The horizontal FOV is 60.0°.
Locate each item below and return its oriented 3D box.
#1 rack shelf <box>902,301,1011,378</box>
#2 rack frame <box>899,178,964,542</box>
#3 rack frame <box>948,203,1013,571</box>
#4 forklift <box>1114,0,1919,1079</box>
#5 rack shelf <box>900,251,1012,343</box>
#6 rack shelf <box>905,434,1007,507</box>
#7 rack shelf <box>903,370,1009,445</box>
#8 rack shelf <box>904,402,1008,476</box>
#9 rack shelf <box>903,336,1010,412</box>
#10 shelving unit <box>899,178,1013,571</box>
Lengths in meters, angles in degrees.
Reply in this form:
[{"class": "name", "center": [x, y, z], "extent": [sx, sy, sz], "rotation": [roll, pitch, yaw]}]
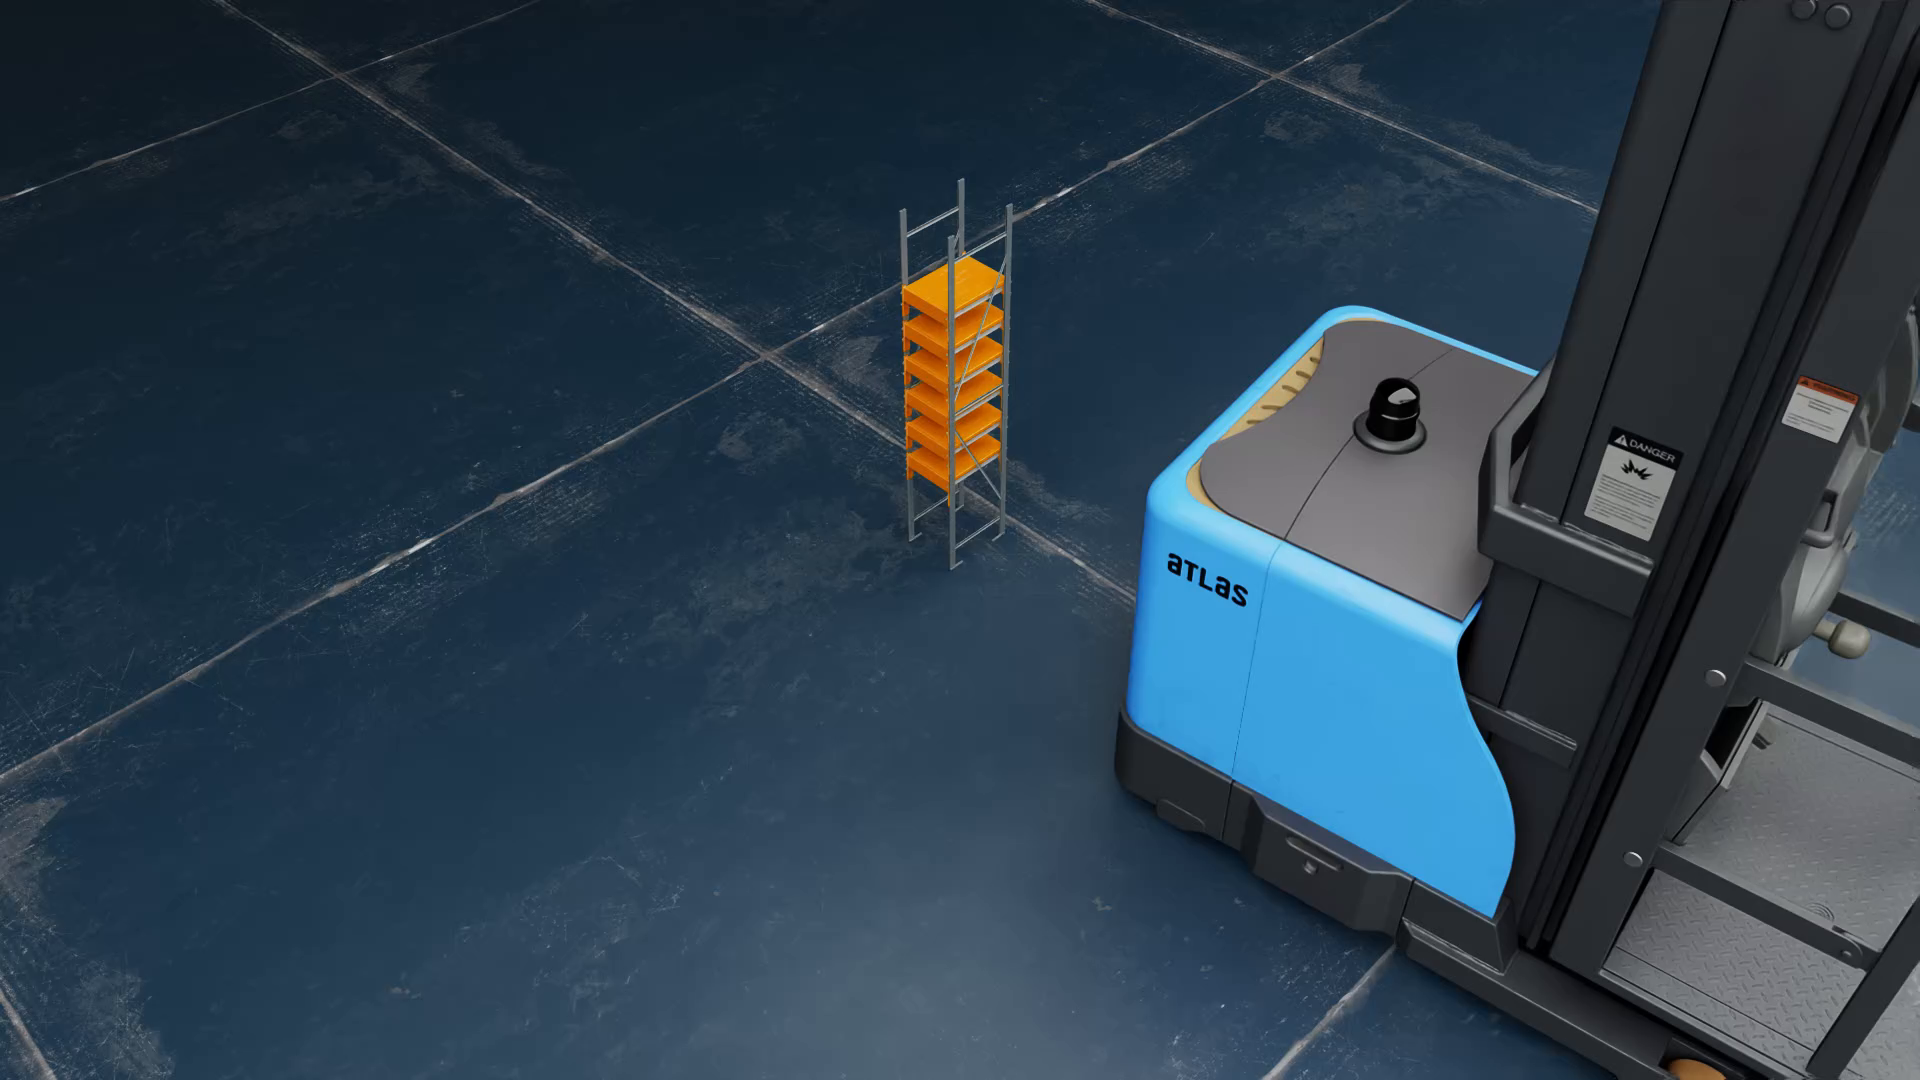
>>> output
[{"class": "rack shelf", "center": [-0.010, -0.591, 4.718], "extent": [0.258, 0.103, 0.180], "rotation": [-34, 53, -31]}, {"class": "rack frame", "center": [-0.075, -0.492, 4.898], "extent": [0.240, 1.200, 0.006], "rotation": [-34, 53, -31]}, {"class": "rack frame", "center": [0.054, -0.404, 4.803], "extent": [0.240, 1.200, 0.006], "rotation": [-34, 53, -31]}, {"class": "forklift", "center": [1.899, -0.065, 3.161], "extent": [3.031, 2.935, 1.130], "rotation": [27, 49, 26]}, {"class": "rack shelf", "center": [-0.010, -0.679, 4.636], "extent": [0.258, 0.103, 0.180], "rotation": [-34, 53, -31]}, {"class": "rack shelf", "center": [-0.010, -0.239, 5.043], "extent": [0.258, 0.103, 0.180], "rotation": [-34, 53, -31]}, {"class": "rack shelf", "center": [-0.010, -0.415, 4.880], "extent": [0.258, 0.103, 0.180], "rotation": [-34, 53, -31]}, {"class": "rack shelf", "center": [-0.010, -0.327, 4.962], "extent": [0.258, 0.103, 0.180], "rotation": [-34, 53, -31]}, {"class": "rack shelf", "center": [-0.010, -0.503, 4.799], "extent": [0.258, 0.103, 0.180], "rotation": [-34, 53, -31]}, {"class": "shelving unit", "center": [-0.010, -0.448, 4.850], "extent": [0.258, 1.200, 0.189], "rotation": [-34, 53, -31]}]
